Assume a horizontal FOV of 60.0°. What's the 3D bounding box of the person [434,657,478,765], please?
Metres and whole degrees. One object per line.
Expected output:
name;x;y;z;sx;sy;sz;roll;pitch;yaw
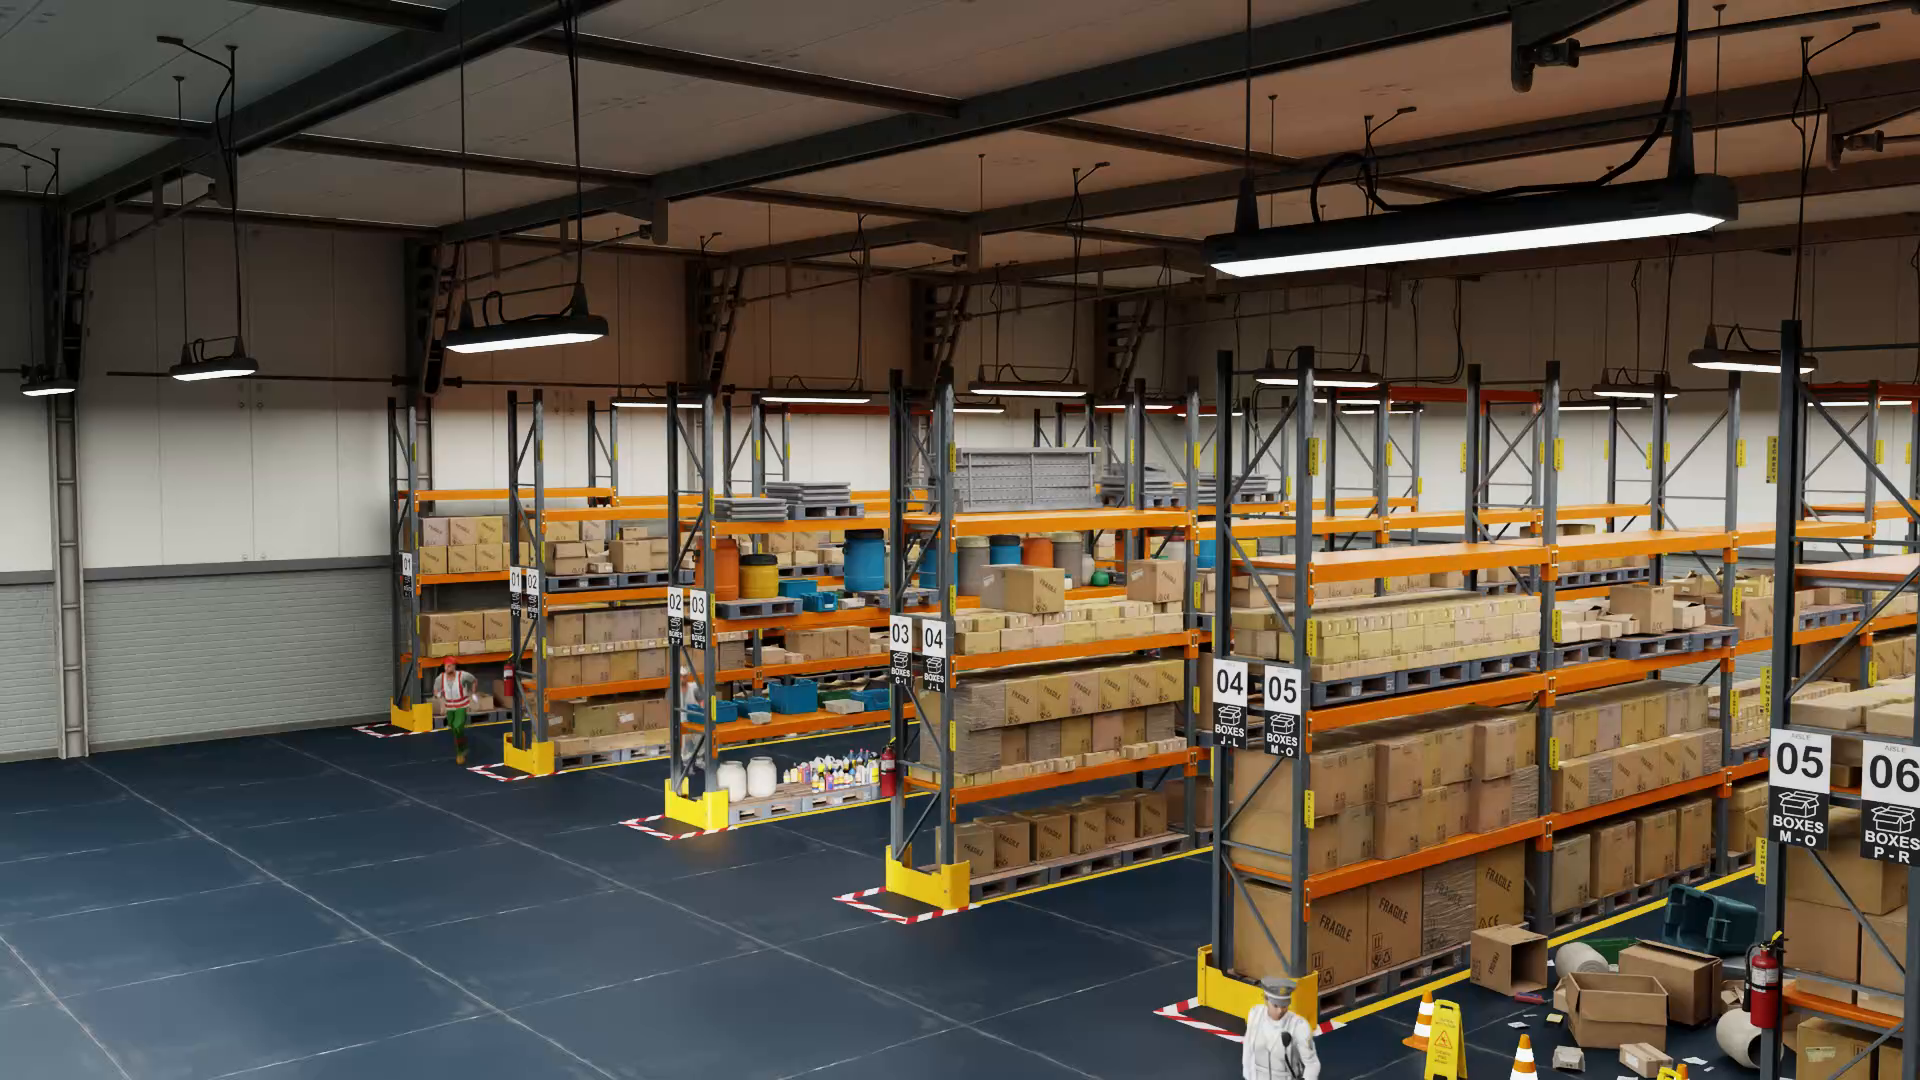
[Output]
person;-8.124;2.720;26.836;0.629;1.727;0.971;0;3;8

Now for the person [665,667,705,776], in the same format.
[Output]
person;-4.256;2.802;25.895;0.654;1.718;0.788;0;3;-8

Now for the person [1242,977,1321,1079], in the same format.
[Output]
person;2.167;3.712;11.259;0.593;1.620;0.710;2;4;26
